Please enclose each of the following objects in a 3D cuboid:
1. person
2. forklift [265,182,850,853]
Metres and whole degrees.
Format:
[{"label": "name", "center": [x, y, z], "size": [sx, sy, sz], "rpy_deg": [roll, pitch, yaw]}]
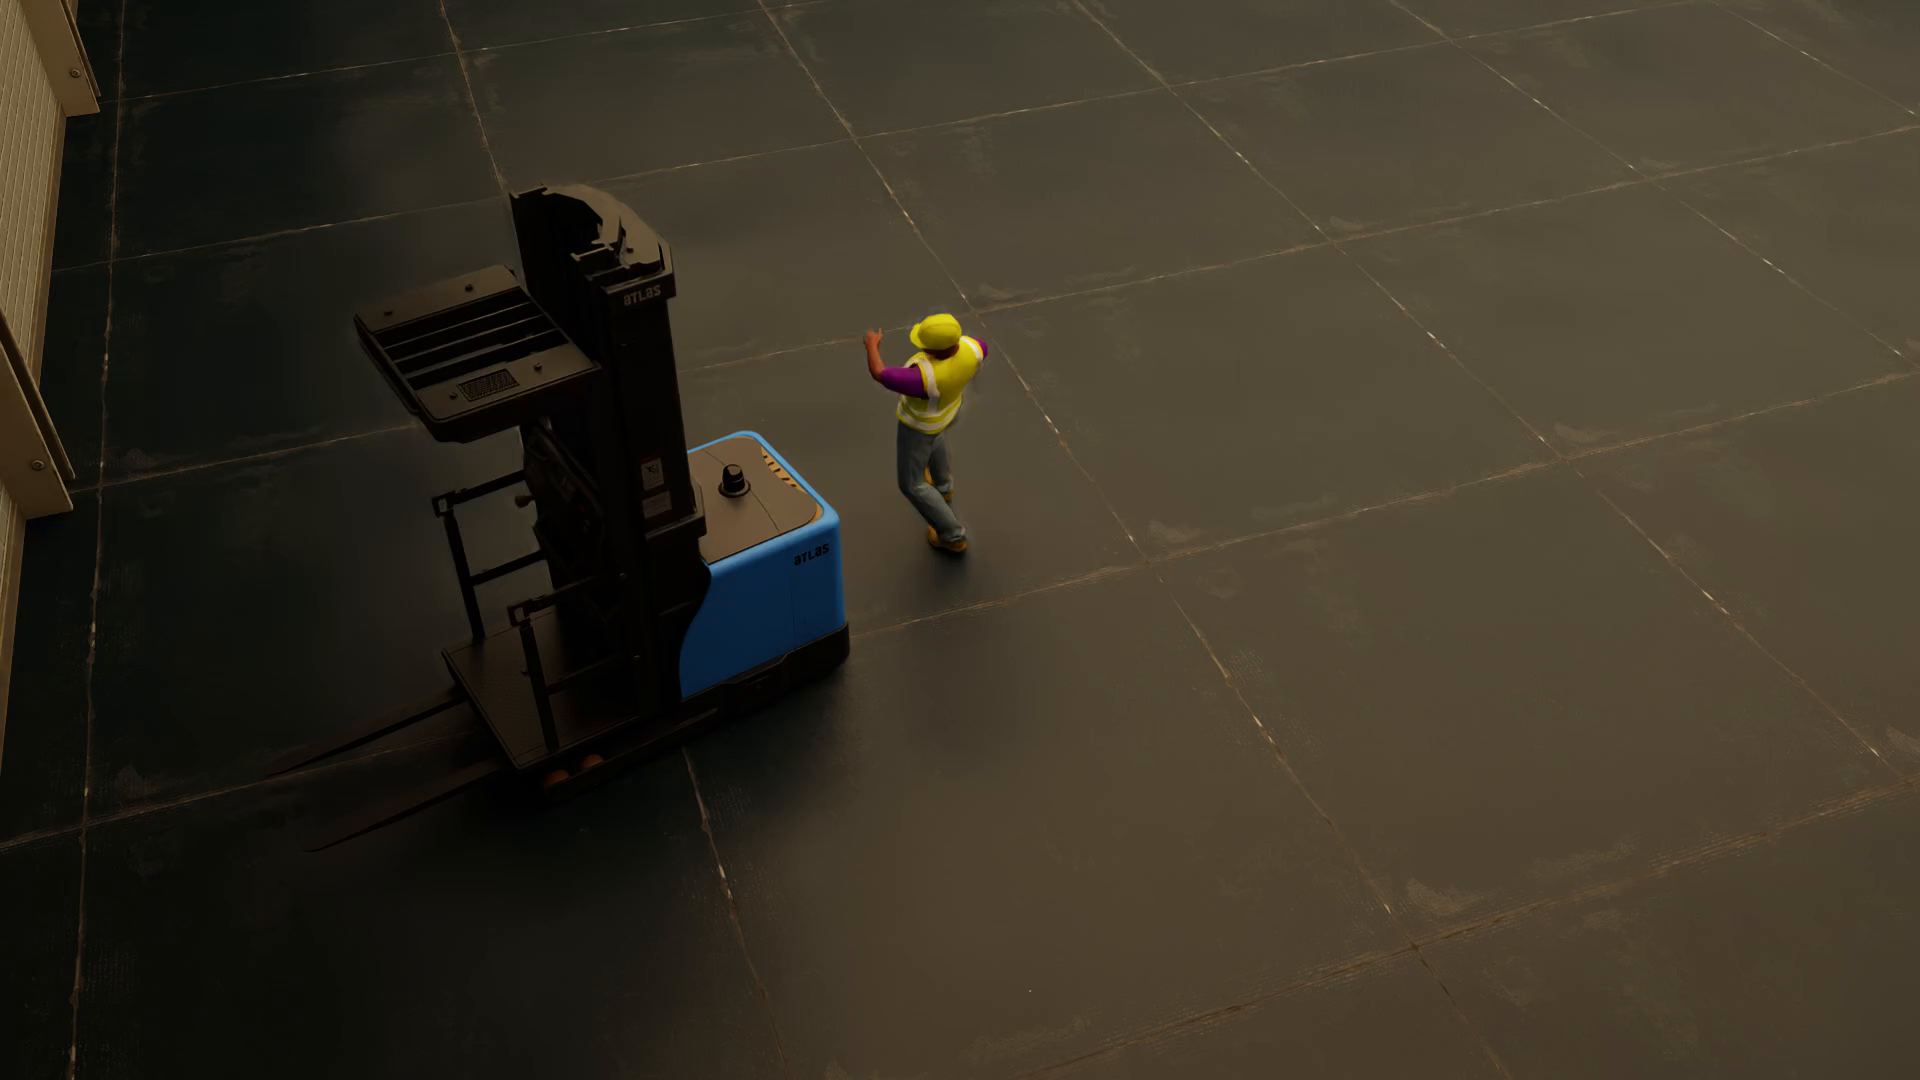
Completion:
[{"label": "person", "center": [-0.169, -0.840, 10.026], "size": [0.866, 1.591, 0.861], "rpy_deg": [20, 44, 22]}, {"label": "forklift", "center": [-2.130, -0.152, 8.177], "size": [3.031, 2.935, 1.130], "rpy_deg": [-24, 45, -25]}]
